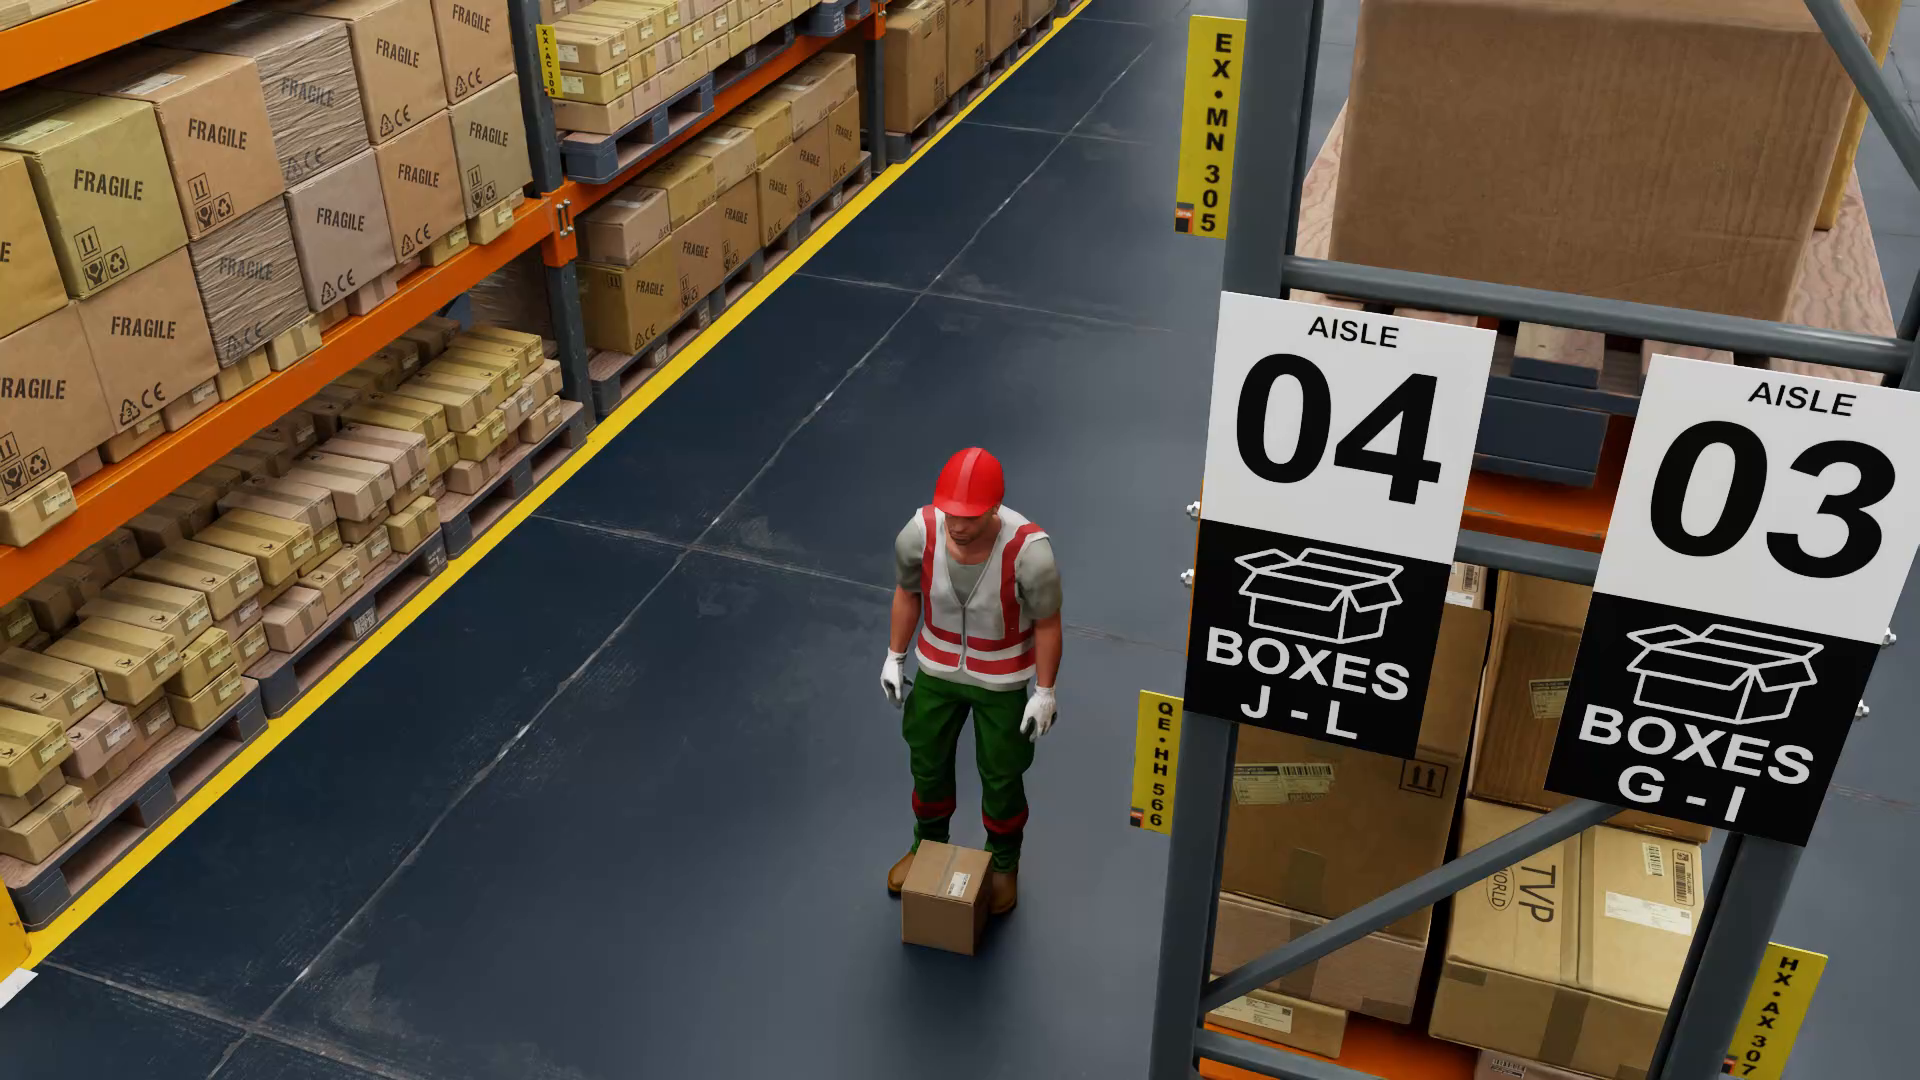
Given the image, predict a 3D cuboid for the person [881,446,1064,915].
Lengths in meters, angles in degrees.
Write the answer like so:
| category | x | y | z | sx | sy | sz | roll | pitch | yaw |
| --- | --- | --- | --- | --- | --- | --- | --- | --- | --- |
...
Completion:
| category | x | y | z | sx | sy | sz | roll | pitch | yaw |
| --- | --- | --- | --- | --- | --- | --- | --- | --- | --- |
| person | 4.985 | -1.762 | 8.843 | 7.105 | 1.779 | 11.511 | 11 | 35 | 17 |
